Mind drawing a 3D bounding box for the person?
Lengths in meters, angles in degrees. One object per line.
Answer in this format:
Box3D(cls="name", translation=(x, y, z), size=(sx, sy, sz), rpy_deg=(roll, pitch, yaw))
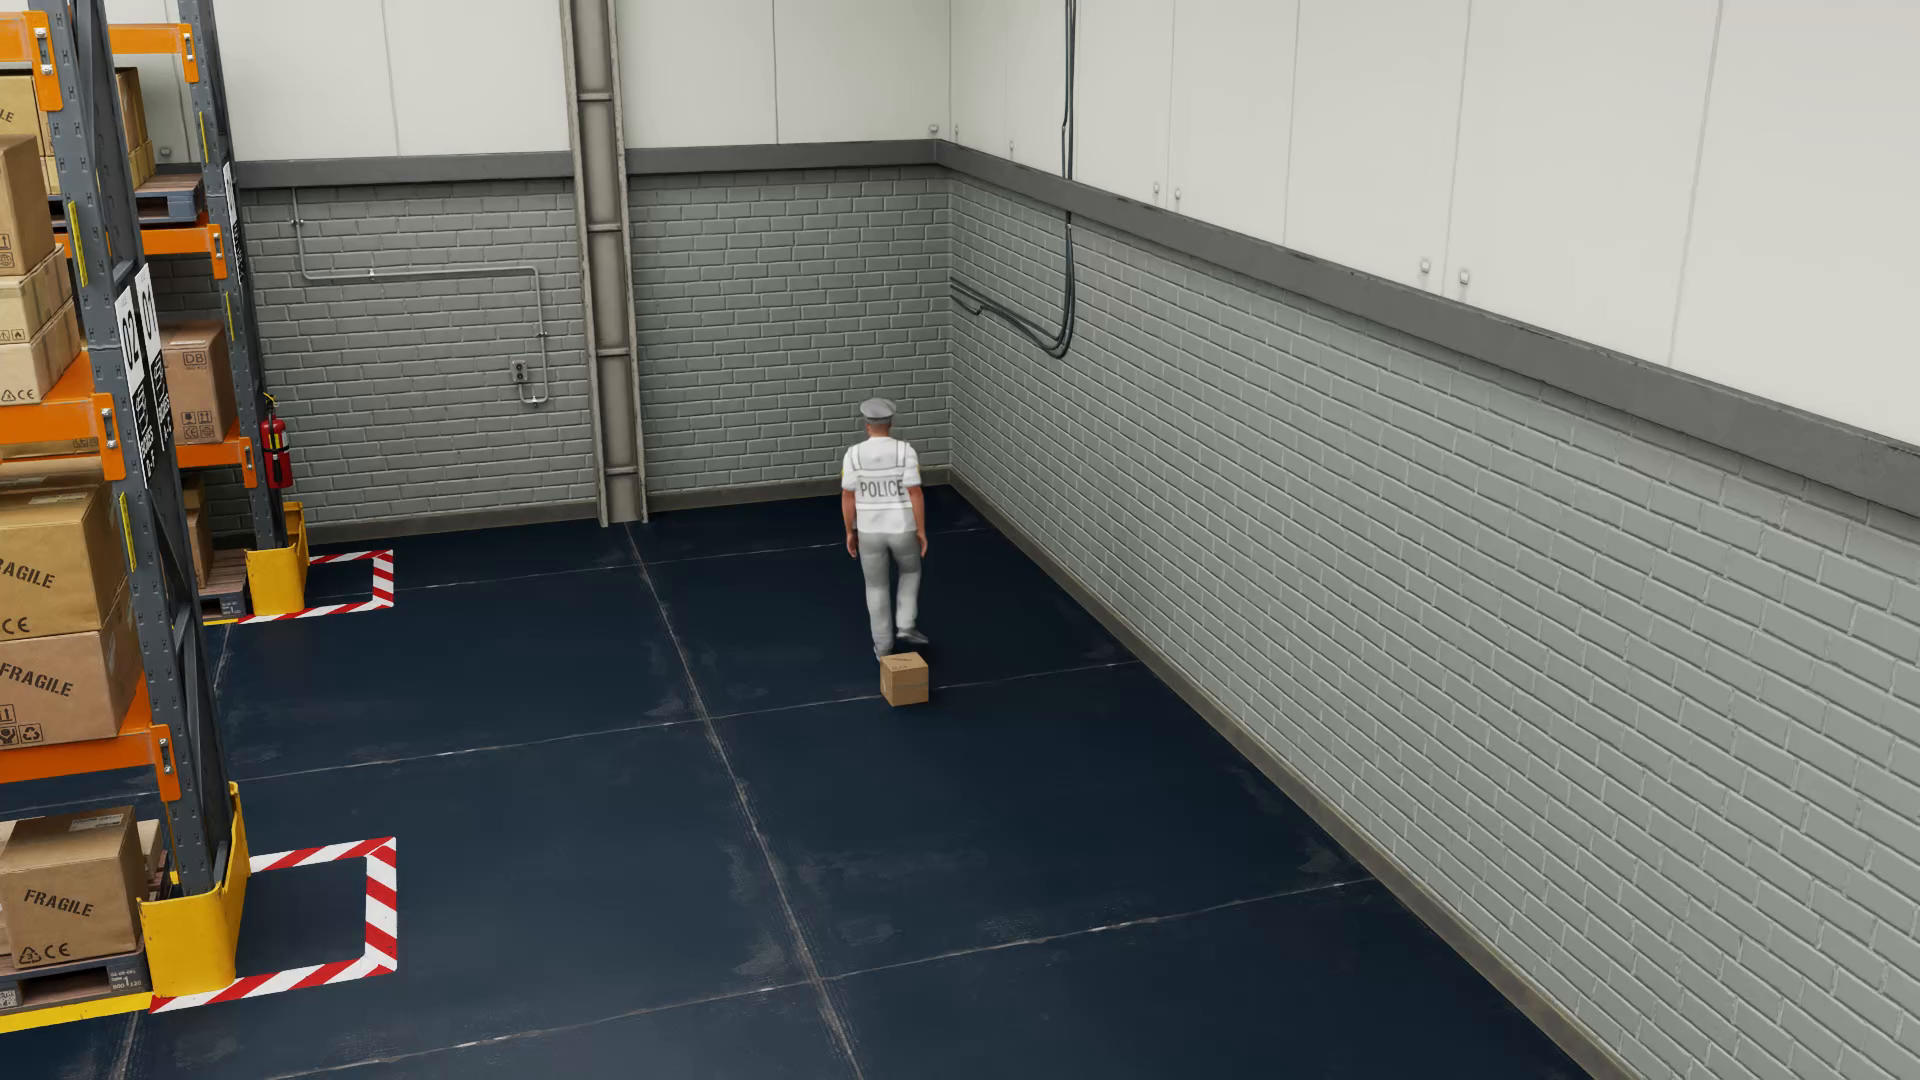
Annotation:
Box3D(cls="person", translation=(-0.502, -0.068, 11.189), size=(0.575, 1.746, 0.478), rpy_deg=(-1, 19, -2))
